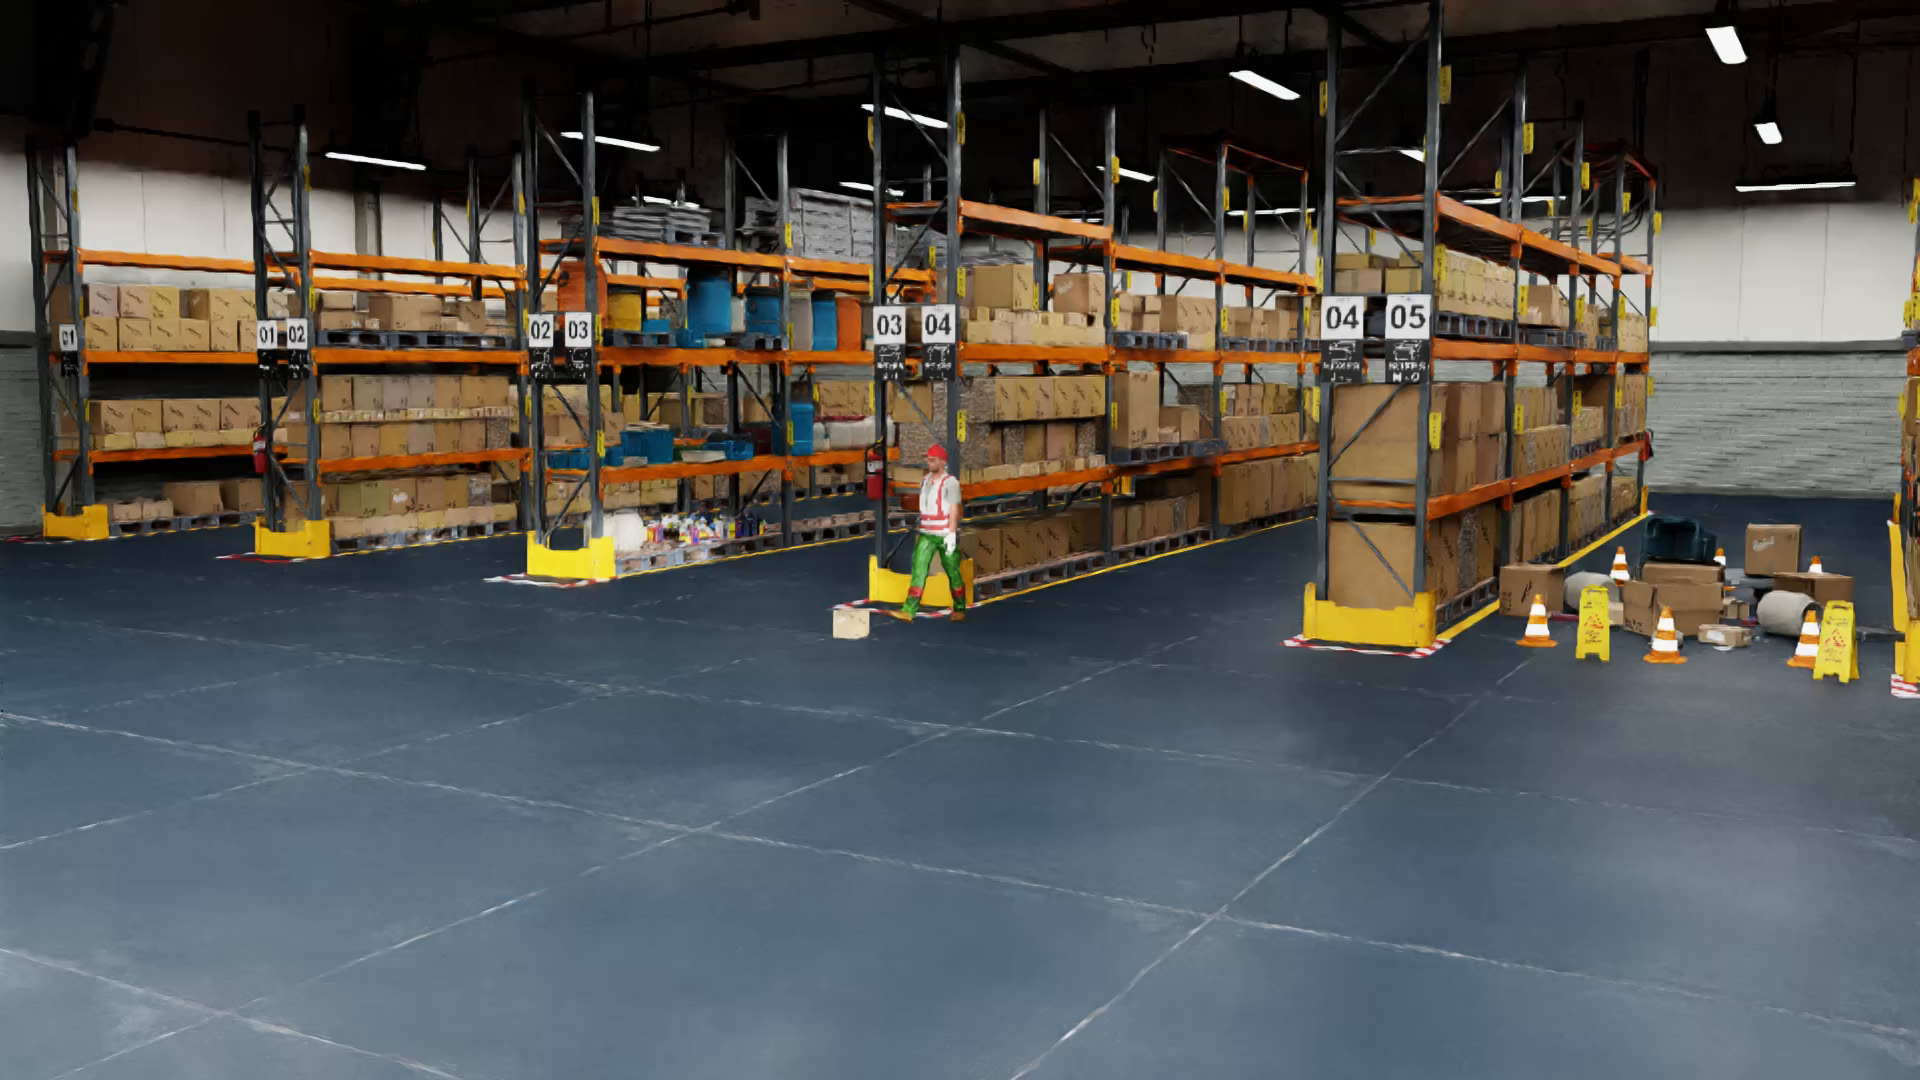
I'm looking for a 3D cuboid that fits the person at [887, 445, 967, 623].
[{"bbox_3d":[-0.280,-0.057,16.467,0.571,1.766,0.836,5,8,42],"label":"person"}]
